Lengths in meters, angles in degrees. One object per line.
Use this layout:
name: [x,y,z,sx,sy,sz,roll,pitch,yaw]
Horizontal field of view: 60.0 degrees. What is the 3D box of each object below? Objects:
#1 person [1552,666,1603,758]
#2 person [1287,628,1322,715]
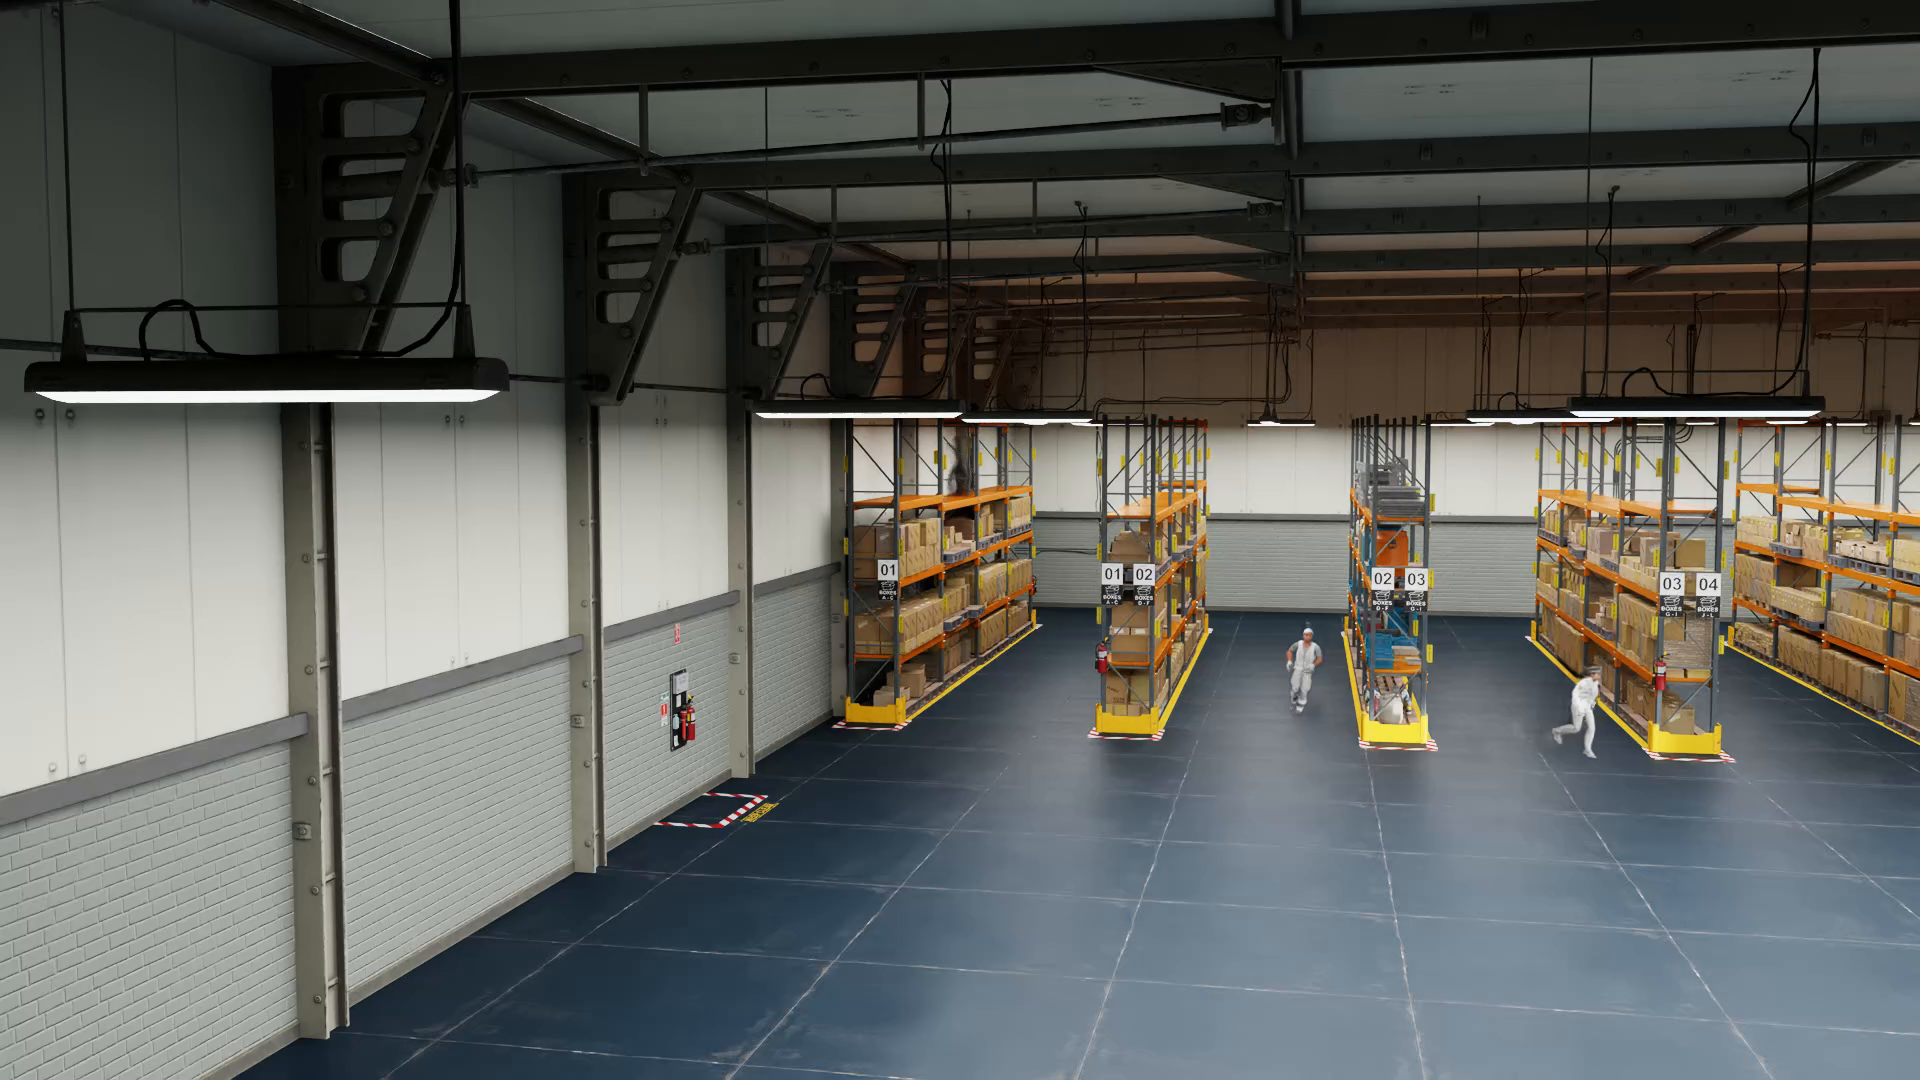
person: [10.901,2.991,29.346,0.630,1.633,0.908,-3,5,-41]
person: [6.890,2.639,33.267,0.703,1.739,0.543,1,4,13]
